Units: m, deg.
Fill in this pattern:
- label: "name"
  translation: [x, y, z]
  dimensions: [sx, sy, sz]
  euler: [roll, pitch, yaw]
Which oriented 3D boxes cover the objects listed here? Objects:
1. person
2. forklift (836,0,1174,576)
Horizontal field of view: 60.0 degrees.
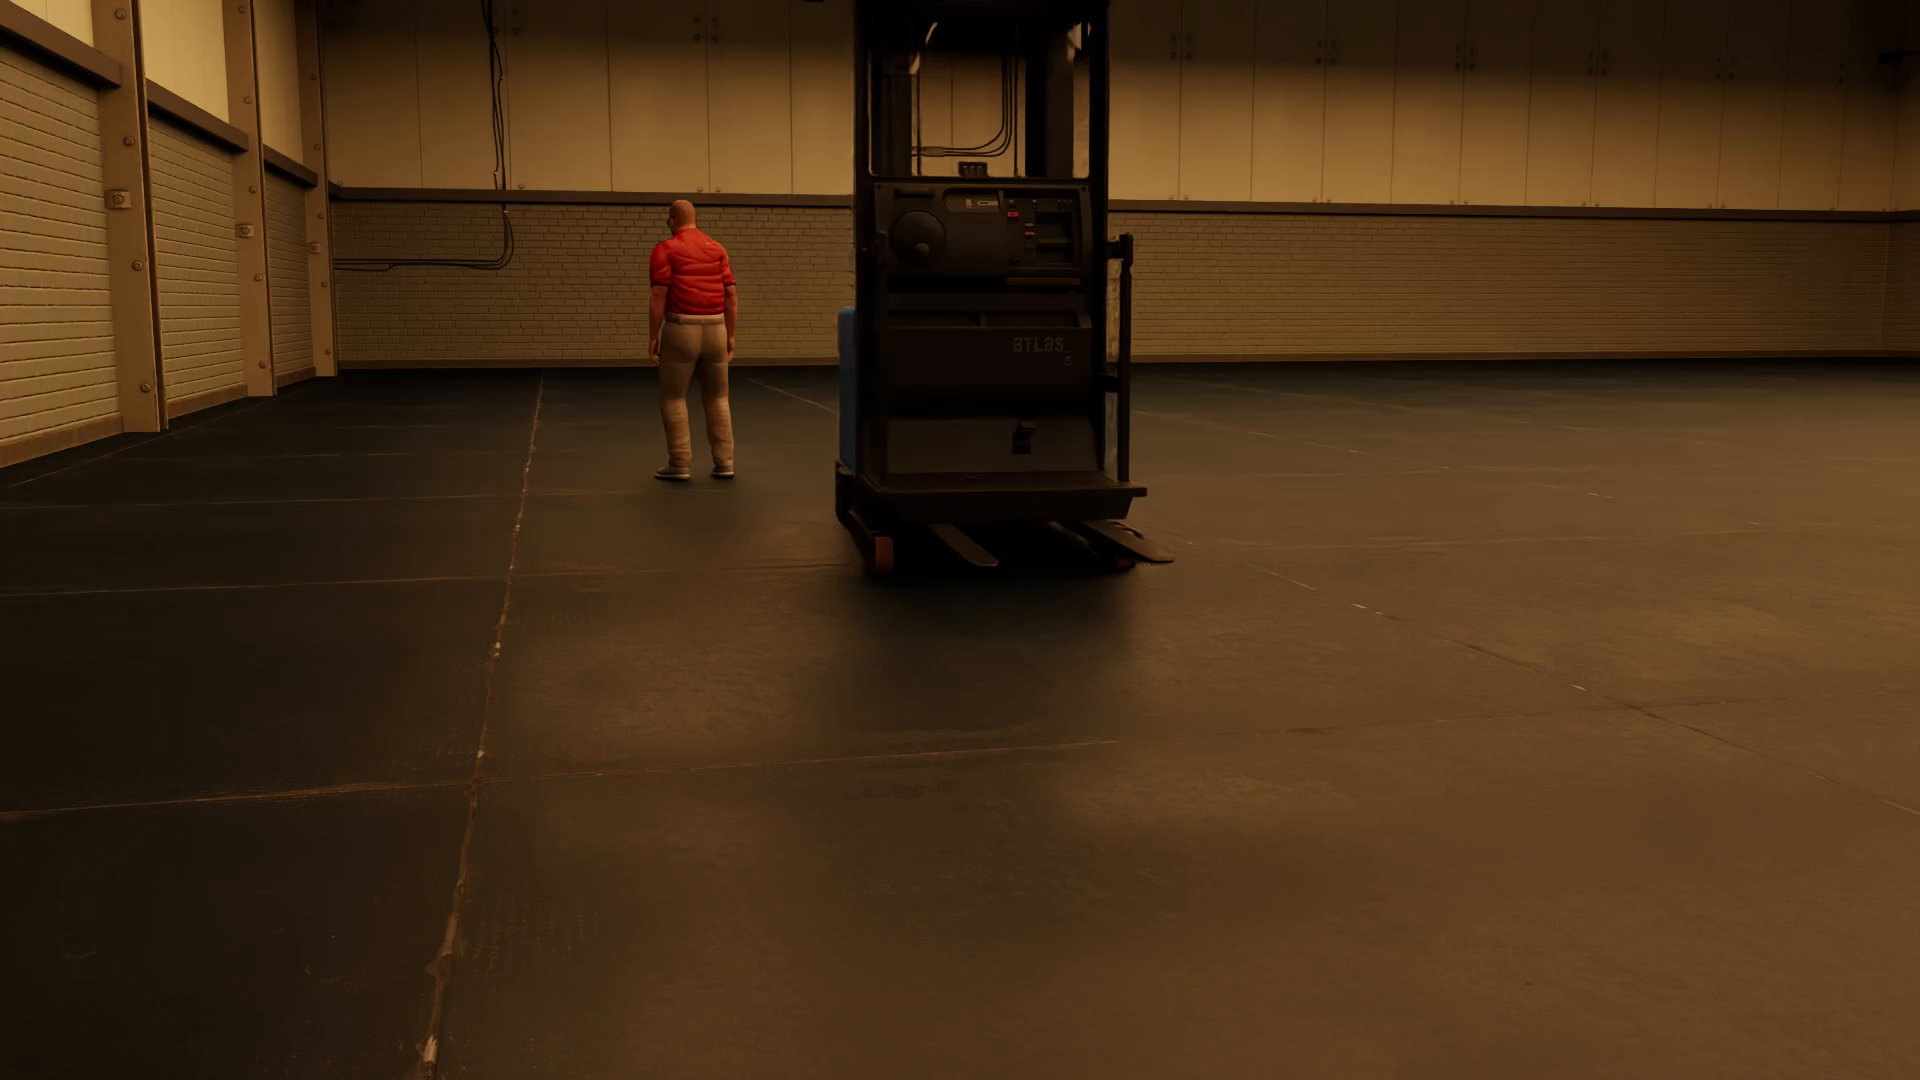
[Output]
- label: "person"
  translation: [-1.672, -1.244, 10.367]
  dimensions: [0.585, 1.725, 0.396]
  euler: [-5, 9, -31]
- label: "forklift"
  translation: [0.135, -1.359, 6.845]
  dimensions: [1.130, 2.935, 3.031]
  euler: [-1, 8, -9]
